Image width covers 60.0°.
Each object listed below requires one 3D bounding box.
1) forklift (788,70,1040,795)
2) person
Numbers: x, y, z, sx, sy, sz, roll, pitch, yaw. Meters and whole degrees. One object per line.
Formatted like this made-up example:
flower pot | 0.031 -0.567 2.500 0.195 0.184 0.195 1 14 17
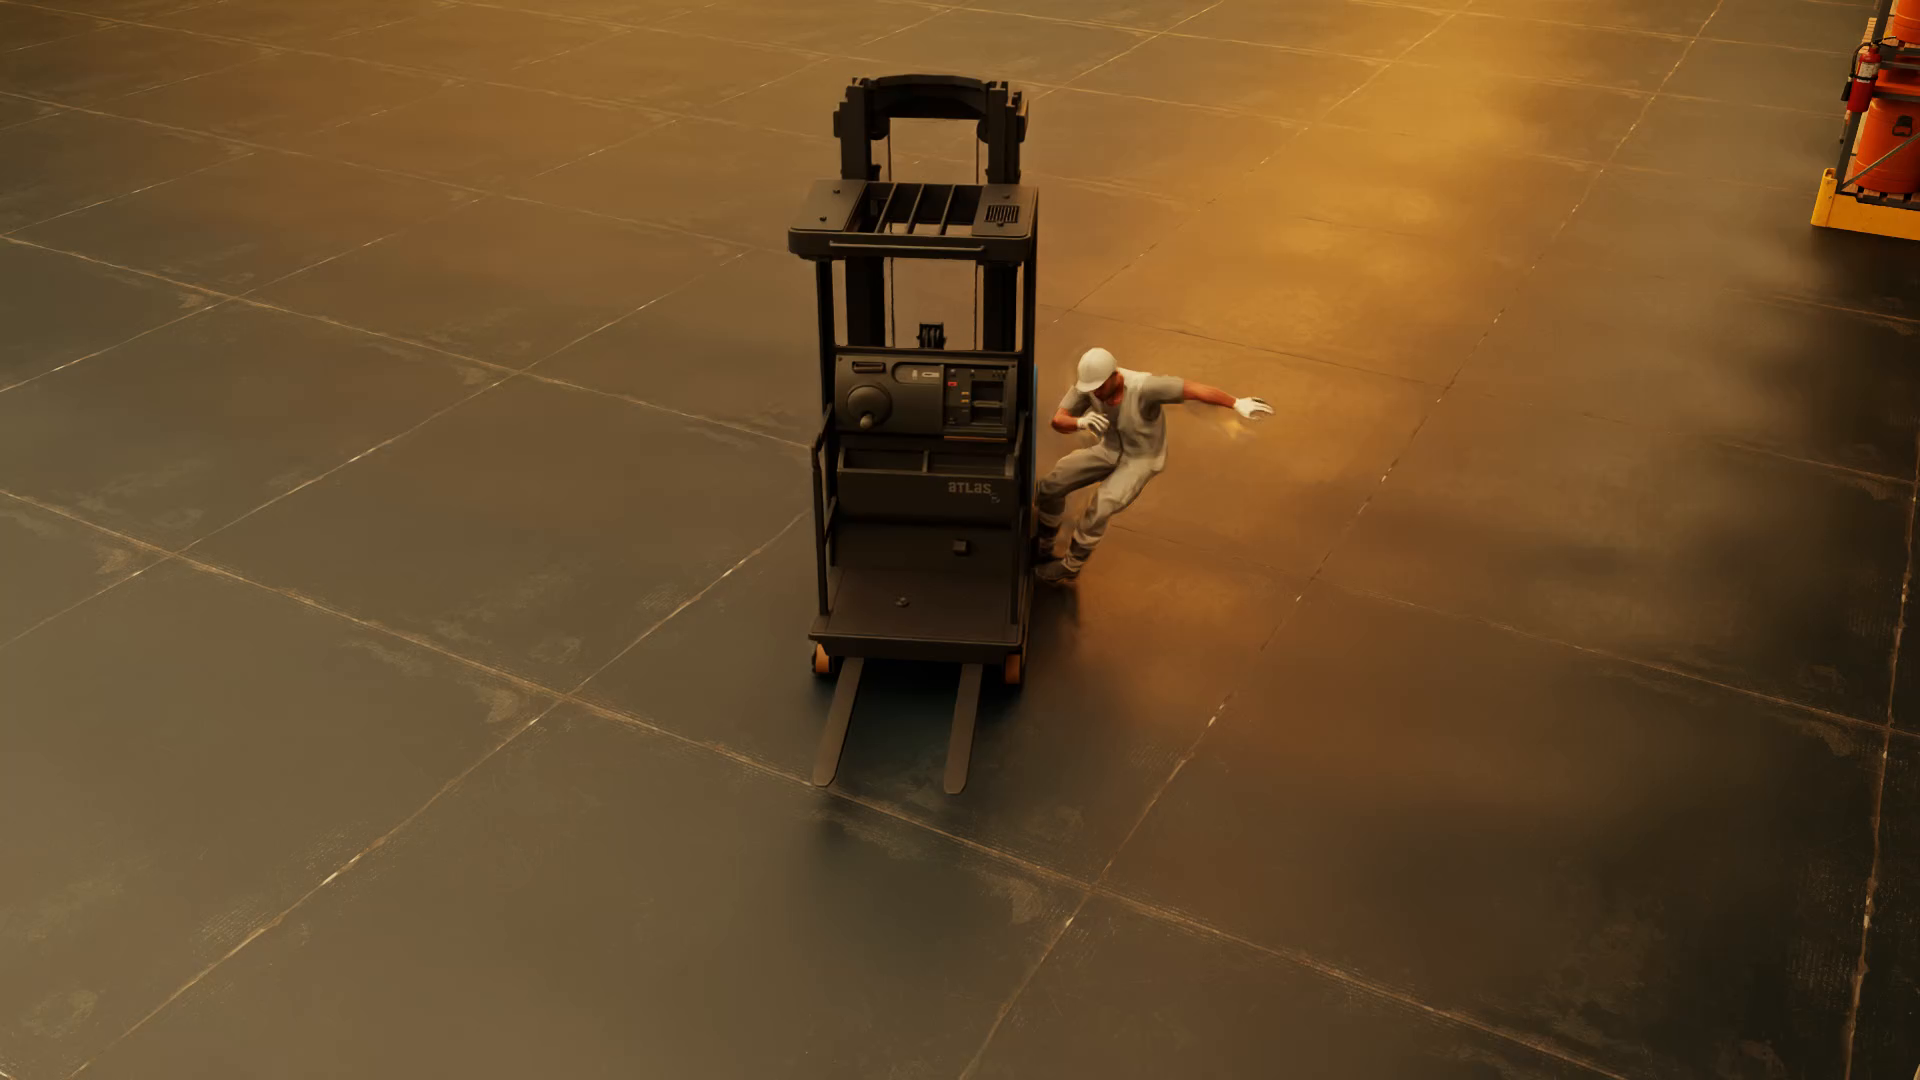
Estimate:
forklift | -0.190 -0.690 8.267 1.130 2.935 3.031 3 30 5
person | 0.946 -0.375 9.269 1.311 1.431 0.843 21 36 32
